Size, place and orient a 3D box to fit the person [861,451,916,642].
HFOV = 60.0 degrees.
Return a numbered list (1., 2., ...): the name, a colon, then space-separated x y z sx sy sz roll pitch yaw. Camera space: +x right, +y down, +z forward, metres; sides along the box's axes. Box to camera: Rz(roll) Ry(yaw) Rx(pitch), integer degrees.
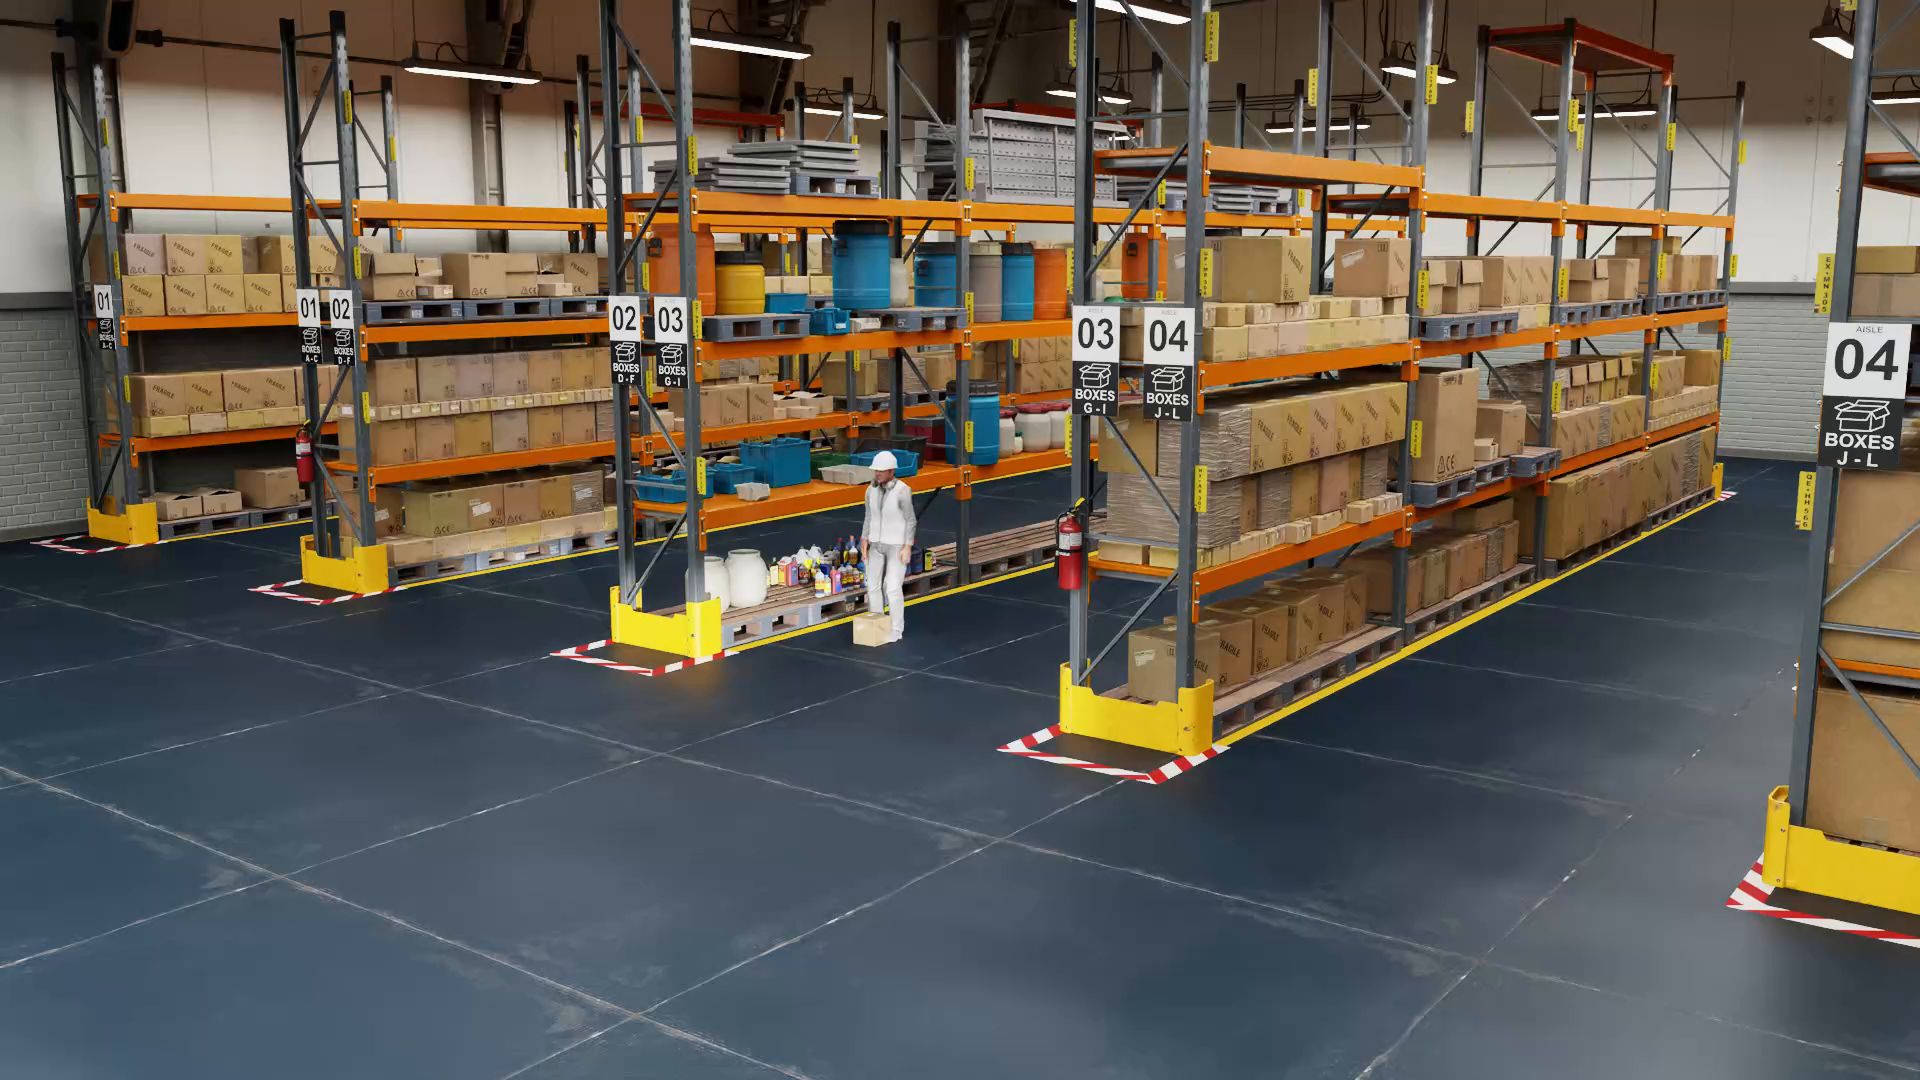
1. person: -0.674 0.046 15.545 0.580 1.772 0.462 7 12 36
